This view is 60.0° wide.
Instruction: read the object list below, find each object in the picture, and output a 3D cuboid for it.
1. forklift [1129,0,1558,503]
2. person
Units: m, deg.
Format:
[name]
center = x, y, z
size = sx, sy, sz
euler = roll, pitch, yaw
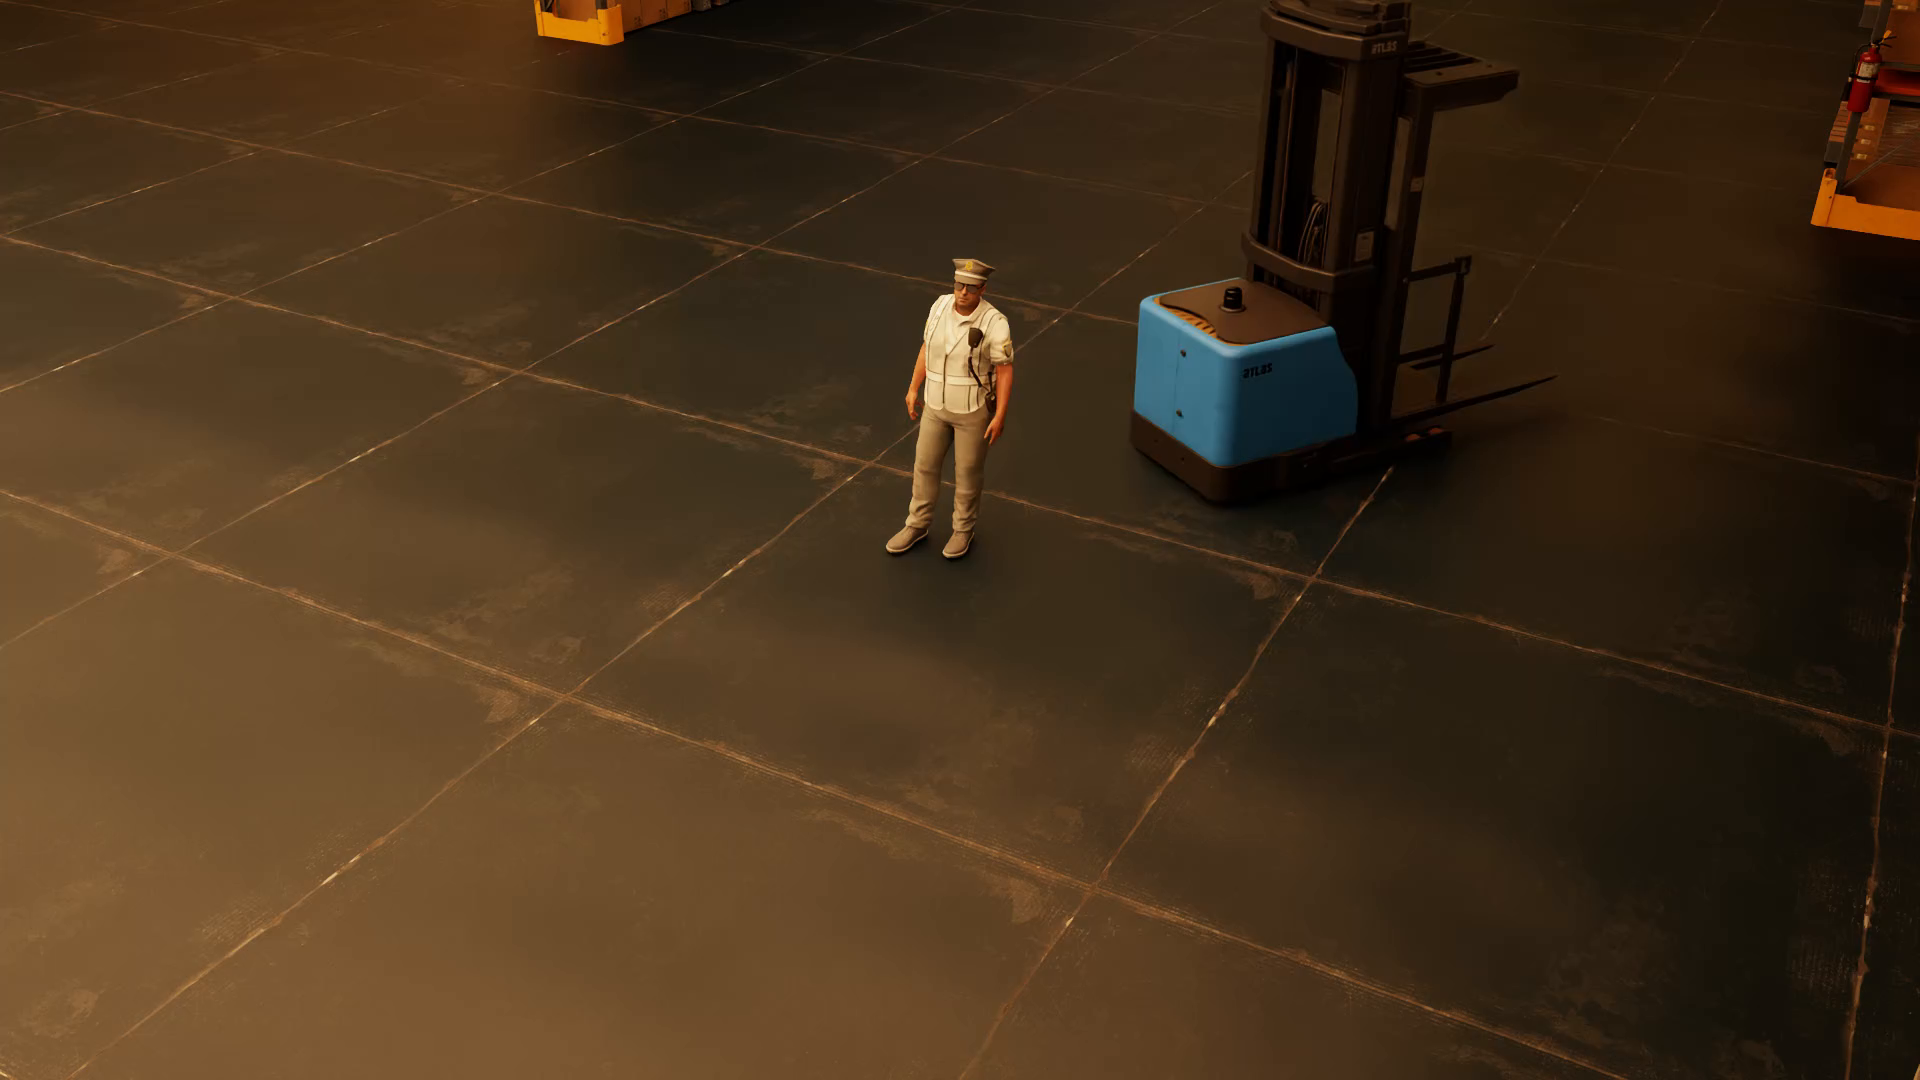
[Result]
[forklift]
center = 2.665, -2.013, 10.558
size = 3.031, 2.935, 1.130
euler = -15, 33, -24
[person]
center = -0.048, -0.747, 9.499
size = 0.641, 1.780, 0.574
euler = 15, 33, 25
